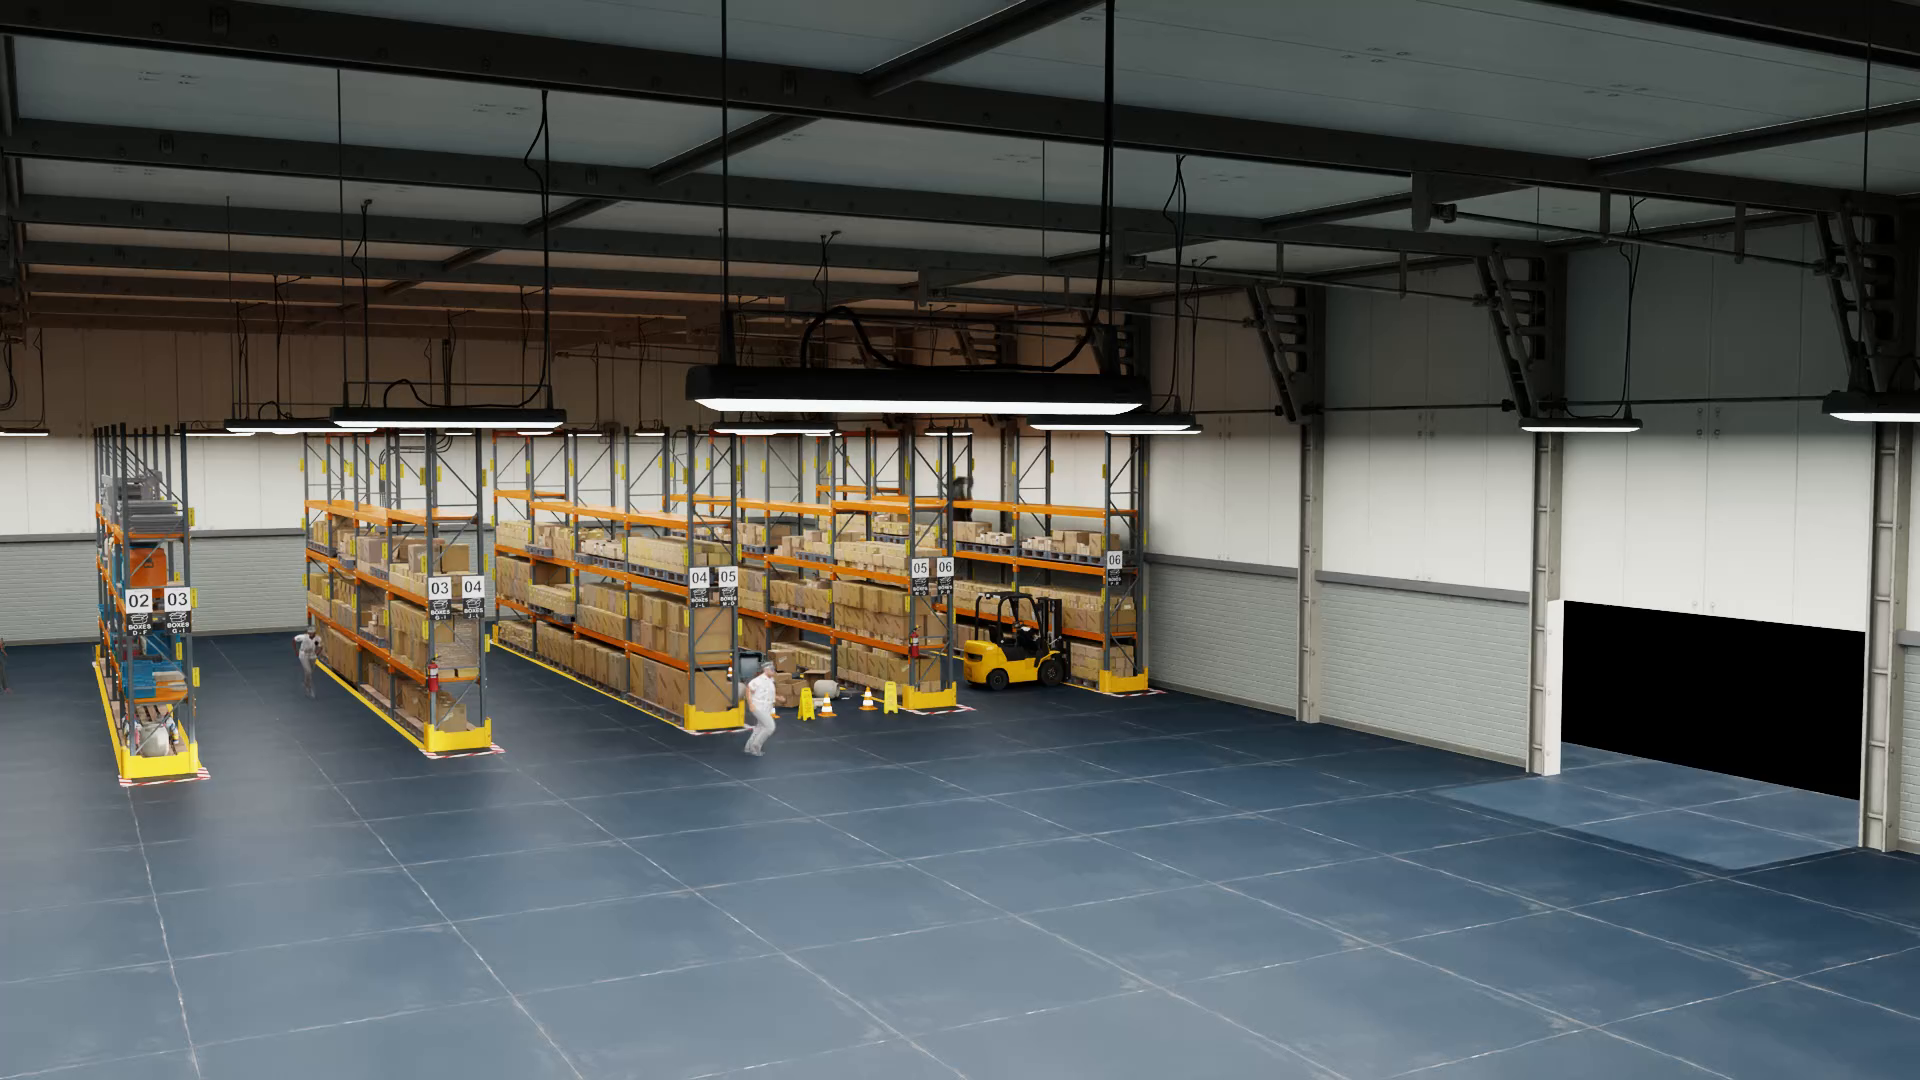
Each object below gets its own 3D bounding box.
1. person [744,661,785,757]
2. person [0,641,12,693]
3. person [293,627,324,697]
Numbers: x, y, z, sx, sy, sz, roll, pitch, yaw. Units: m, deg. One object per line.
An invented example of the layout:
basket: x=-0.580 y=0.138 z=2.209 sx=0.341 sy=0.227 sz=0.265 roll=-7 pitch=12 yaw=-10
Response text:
person: x=-3.542 y=3.057 z=30.012 sx=0.793 sy=1.766 sz=0.652 roll=1 pitch=4 yaw=17
person: x=-21.694 y=2.628 z=37.251 sx=0.946 sy=1.593 sz=0.639 roll=2 pitch=4 yaw=32
person: x=-14.606 y=2.712 z=37.235 sx=0.625 sy=1.628 sz=0.970 roll=-2 pitch=4 yaw=-33
